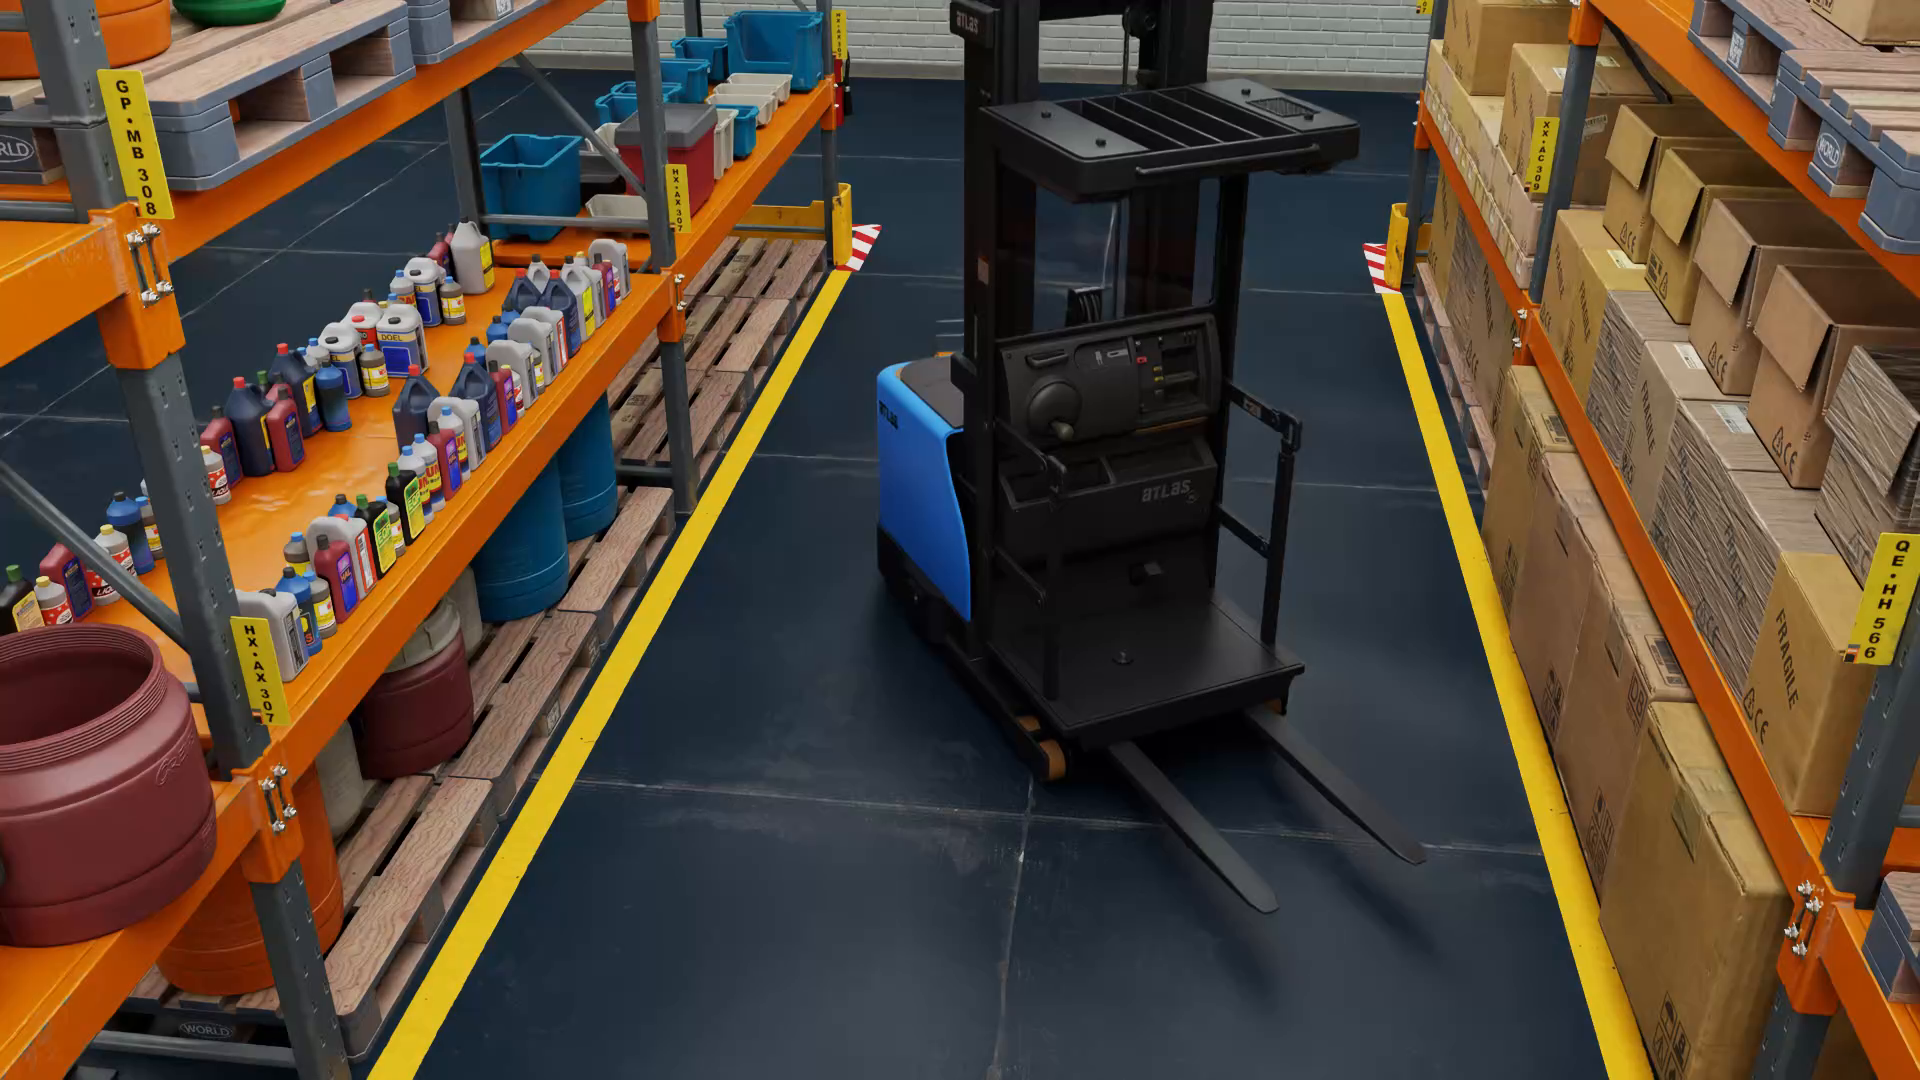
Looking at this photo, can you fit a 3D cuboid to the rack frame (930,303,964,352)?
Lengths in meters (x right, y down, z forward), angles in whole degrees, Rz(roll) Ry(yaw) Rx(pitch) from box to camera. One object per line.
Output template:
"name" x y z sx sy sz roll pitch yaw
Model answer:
"rack frame" -0.012 -0.578 8.054 0.240 1.200 0.006 -1 28 -1

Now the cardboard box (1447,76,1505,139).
"cardboard box" 3.100 -2.467 9.511 0.500 0.250 0.500 2 28 4

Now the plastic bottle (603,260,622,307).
"plastic bottle" -1.572 -1.151 7.433 0.097 0.201 0.097 0 28 0

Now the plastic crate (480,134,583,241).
"plastic crate" -2.138 -1.758 8.304 0.392 0.384 0.575 3 28 6

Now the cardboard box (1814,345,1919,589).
"cardboard box" 2.674 -0.157 4.216 0.797 0.503 0.637 4 29 8

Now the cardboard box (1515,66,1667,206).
"cardboard box" 2.849 -1.838 7.553 0.500 0.500 0.500 4 29 8

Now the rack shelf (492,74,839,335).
"rack shelf" -1.612 -2.124 9.788 1.077 0.370 4.000 3 28 6

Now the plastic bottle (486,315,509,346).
"plastic bottle" -1.834 -0.764 6.641 0.097 0.271 0.097 0 28 0

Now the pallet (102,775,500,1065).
"pallet" -2.292 1.238 5.729 1.003 0.211 1.213 3 28 6

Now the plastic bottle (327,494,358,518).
"plastic bottle" -1.936 -0.019 5.257 0.097 0.271 0.097 0 28 0

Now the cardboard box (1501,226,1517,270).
"cardboard box" 2.802 -1.384 7.922 0.380 0.149 0.250 4 29 7

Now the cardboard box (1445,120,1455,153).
"cardboard box" 3.054 -2.352 9.717 0.380 0.149 0.250 3 28 5

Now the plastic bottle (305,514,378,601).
"plastic bottle" -1.917 0.036 5.151 0.152 0.276 0.135 3 28 6

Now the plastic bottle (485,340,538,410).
"plastic bottle" -1.736 -0.658 6.440 0.152 0.276 0.135 3 28 6

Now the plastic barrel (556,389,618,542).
"plastic barrel" -1.941 -0.505 7.794 0.600 0.901 0.708 3 28 6

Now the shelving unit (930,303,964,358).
"shelving unit" -0.010 -0.534 7.974 0.258 1.200 0.189 -1 28 -1

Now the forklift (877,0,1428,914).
"forklift" 0.683 -0.580 6.235 1.130 2.935 3.031 -12 31 -21

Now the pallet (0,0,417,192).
"pallet" -2.156 -1.208 4.366 1.003 0.211 1.213 3 28 6

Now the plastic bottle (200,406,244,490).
"plastic bottle" -2.581 -0.318 5.800 0.061 0.283 0.133 3 28 6

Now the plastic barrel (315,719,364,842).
"plastic barrel" -2.324 0.792 5.797 0.421 0.512 0.421 0 28 0

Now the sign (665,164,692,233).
"sign" -1.311 -1.588 7.743 0.100 0.325 0.005 3 28 6

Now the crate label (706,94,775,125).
"crate label" -1.347 -2.630 10.183 0.396 0.136 0.243 3 28 6

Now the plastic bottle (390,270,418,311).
"plastic bottle" -2.378 -1.021 7.119 0.097 0.271 0.097 0 28 0

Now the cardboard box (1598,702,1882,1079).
"cardboard box" 2.674 1.099 4.845 1.225 0.875 0.875 2 28 4

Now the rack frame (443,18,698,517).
"rack frame" -1.857 -1.499 7.869 1.000 3.000 0.127 3 28 6

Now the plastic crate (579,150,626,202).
"plastic crate" -1.987 -1.947 8.927 0.437 0.125 0.590 3 28 6

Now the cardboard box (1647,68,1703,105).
"cardboard box" 3.371 -1.817 7.513 0.500 0.500 0.500 3 28 6

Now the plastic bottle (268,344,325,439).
"plastic bottle" -2.481 -0.570 6.197 0.144 0.351 0.185 3 28 6

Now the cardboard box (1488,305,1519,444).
"cardboard box" 3.219 -0.766 8.308 0.875 0.875 0.875 3 28 6

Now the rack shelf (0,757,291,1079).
"rack shelf" -2.592 1.642 2.798 1.077 0.370 4.000 3 28 6

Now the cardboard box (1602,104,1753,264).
"cardboard box" 2.988 -1.395 6.515 0.797 0.503 0.637 3 28 5

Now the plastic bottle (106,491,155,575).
"plastic bottle" -2.637 -0.028 5.275 0.097 0.271 0.097 0 28 0

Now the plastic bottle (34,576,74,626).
"plastic bottle" -2.689 0.203 4.920 0.097 0.201 0.097 0 28 0

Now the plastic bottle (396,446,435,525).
"plastic bottle" -1.831 -0.186 5.569 0.097 0.271 0.097 0 28 0

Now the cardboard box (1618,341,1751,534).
"cardboard box" 2.574 -0.337 5.608 0.500 0.500 0.500 4 29 7

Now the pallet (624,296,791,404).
"pallet" -1.658 -1.195 10.246 1.003 0.211 1.213 3 28 6

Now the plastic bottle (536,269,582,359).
"plastic bottle" -1.668 -0.938 6.881 0.144 0.351 0.185 3 28 6

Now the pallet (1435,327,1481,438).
"pallet" 3.376 -0.913 9.721 1.003 0.211 1.213 3 28 6

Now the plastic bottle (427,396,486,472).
"plastic bottle" -1.803 -0.399 5.959 0.152 0.276 0.135 3 28 6

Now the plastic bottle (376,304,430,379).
"plastic bottle" -2.254 -0.804 6.710 0.152 0.276 0.135 3 28 6

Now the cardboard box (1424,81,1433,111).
"cardboard box" 3.178 -2.835 10.615 0.380 0.149 0.250 4 29 7

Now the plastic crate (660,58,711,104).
"plastic crate" -1.805 -2.927 10.634 0.416 0.233 0.300 3 28 6

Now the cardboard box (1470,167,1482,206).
"cardboard box" 2.928 -1.868 8.819 0.380 0.149 0.250 3 28 5

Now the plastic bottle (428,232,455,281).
"plastic bottle" -2.342 -1.237 7.506 0.061 0.283 0.133 3 28 6

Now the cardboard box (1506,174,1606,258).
"cardboard box" 2.852 -1.499 7.714 0.500 0.250 0.500 3 28 5

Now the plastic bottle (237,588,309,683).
"plastic bottle" -1.973 0.254 4.747 0.152 0.276 0.135 3 28 6

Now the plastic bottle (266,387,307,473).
"plastic bottle" -2.415 -0.396 5.946 0.061 0.283 0.133 3 28 6

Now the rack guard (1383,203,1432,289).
"rack guard" 3.552 -2.005 11.444 1.175 0.500 0.348 3 28 6

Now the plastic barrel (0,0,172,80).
"plastic barrel" -2.275 -1.577 3.957 0.600 0.830 0.708 3 28 6

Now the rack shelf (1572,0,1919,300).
"rack shelf" 2.813 -1.273 5.047 1.077 0.370 4.000 3 28 6
